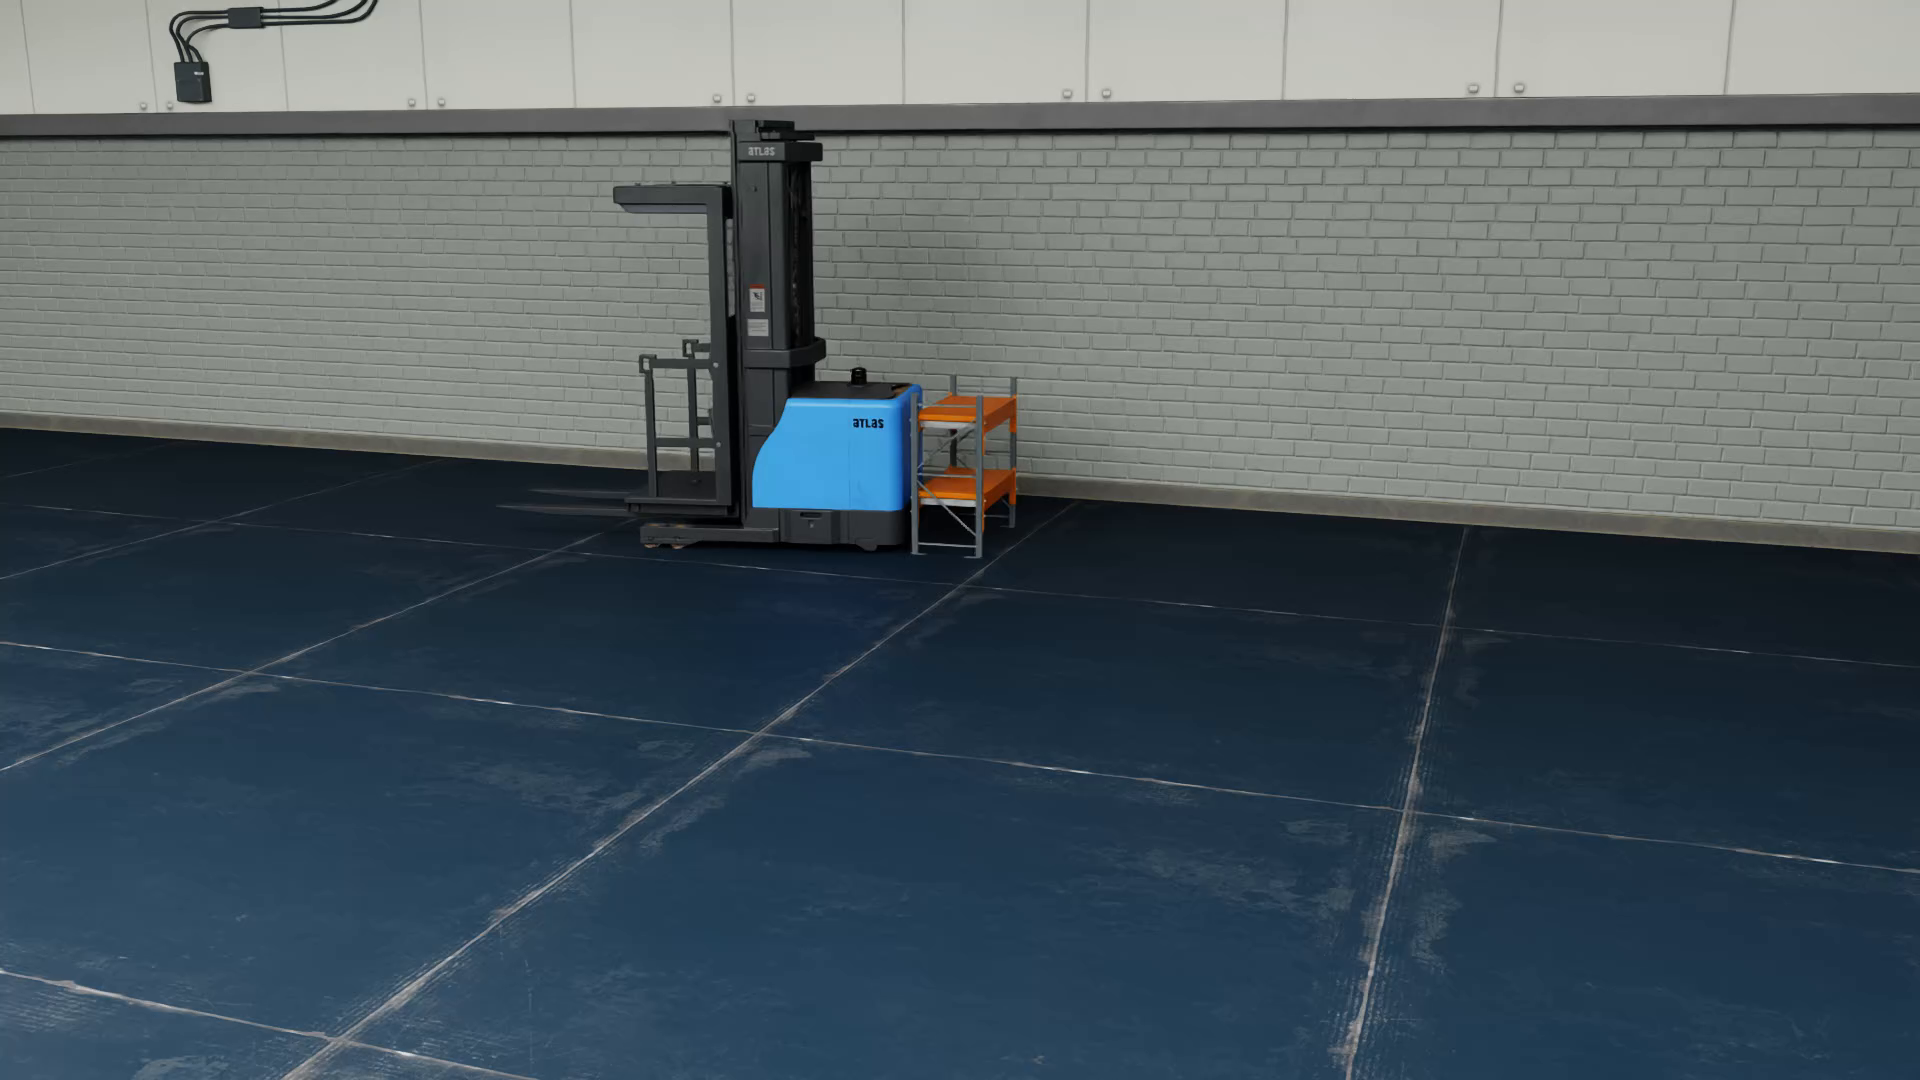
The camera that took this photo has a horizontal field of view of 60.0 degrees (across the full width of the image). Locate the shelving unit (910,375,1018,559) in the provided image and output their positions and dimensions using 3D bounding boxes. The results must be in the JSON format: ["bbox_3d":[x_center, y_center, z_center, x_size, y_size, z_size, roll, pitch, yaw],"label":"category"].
[{"bbox_3d":[0.041,-0.547,11.857,0.538,1.125,1.048,3,13,14],"label":"shelving unit"}]

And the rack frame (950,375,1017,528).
[{"bbox_3d":[0.171,-0.657,12.337,0.500,1.125,0.032,3,13,14],"label":"rack frame"}]

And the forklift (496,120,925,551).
[{"bbox_3d":[-1.822,-1.482,11.892,3.031,2.935,1.130,2,13,8],"label":"forklift"}]

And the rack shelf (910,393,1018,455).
[{"bbox_3d":[0.041,-0.833,11.792,0.538,0.278,1.000,3,13,14],"label":"rack shelf"}]

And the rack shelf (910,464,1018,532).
[{"bbox_3d":[0.041,-0.309,11.912,0.538,0.278,1.000,3,13,14],"label":"rack shelf"}]

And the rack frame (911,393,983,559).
[{"bbox_3d":[-0.088,-0.438,11.378,0.500,1.125,0.032,3,13,14],"label":"rack frame"}]

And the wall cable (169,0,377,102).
[{"bbox_3d":[-6.144,-6.910,14.396,2.305,6.003,0.169,4,14,18],"label":"wall cable"}]
